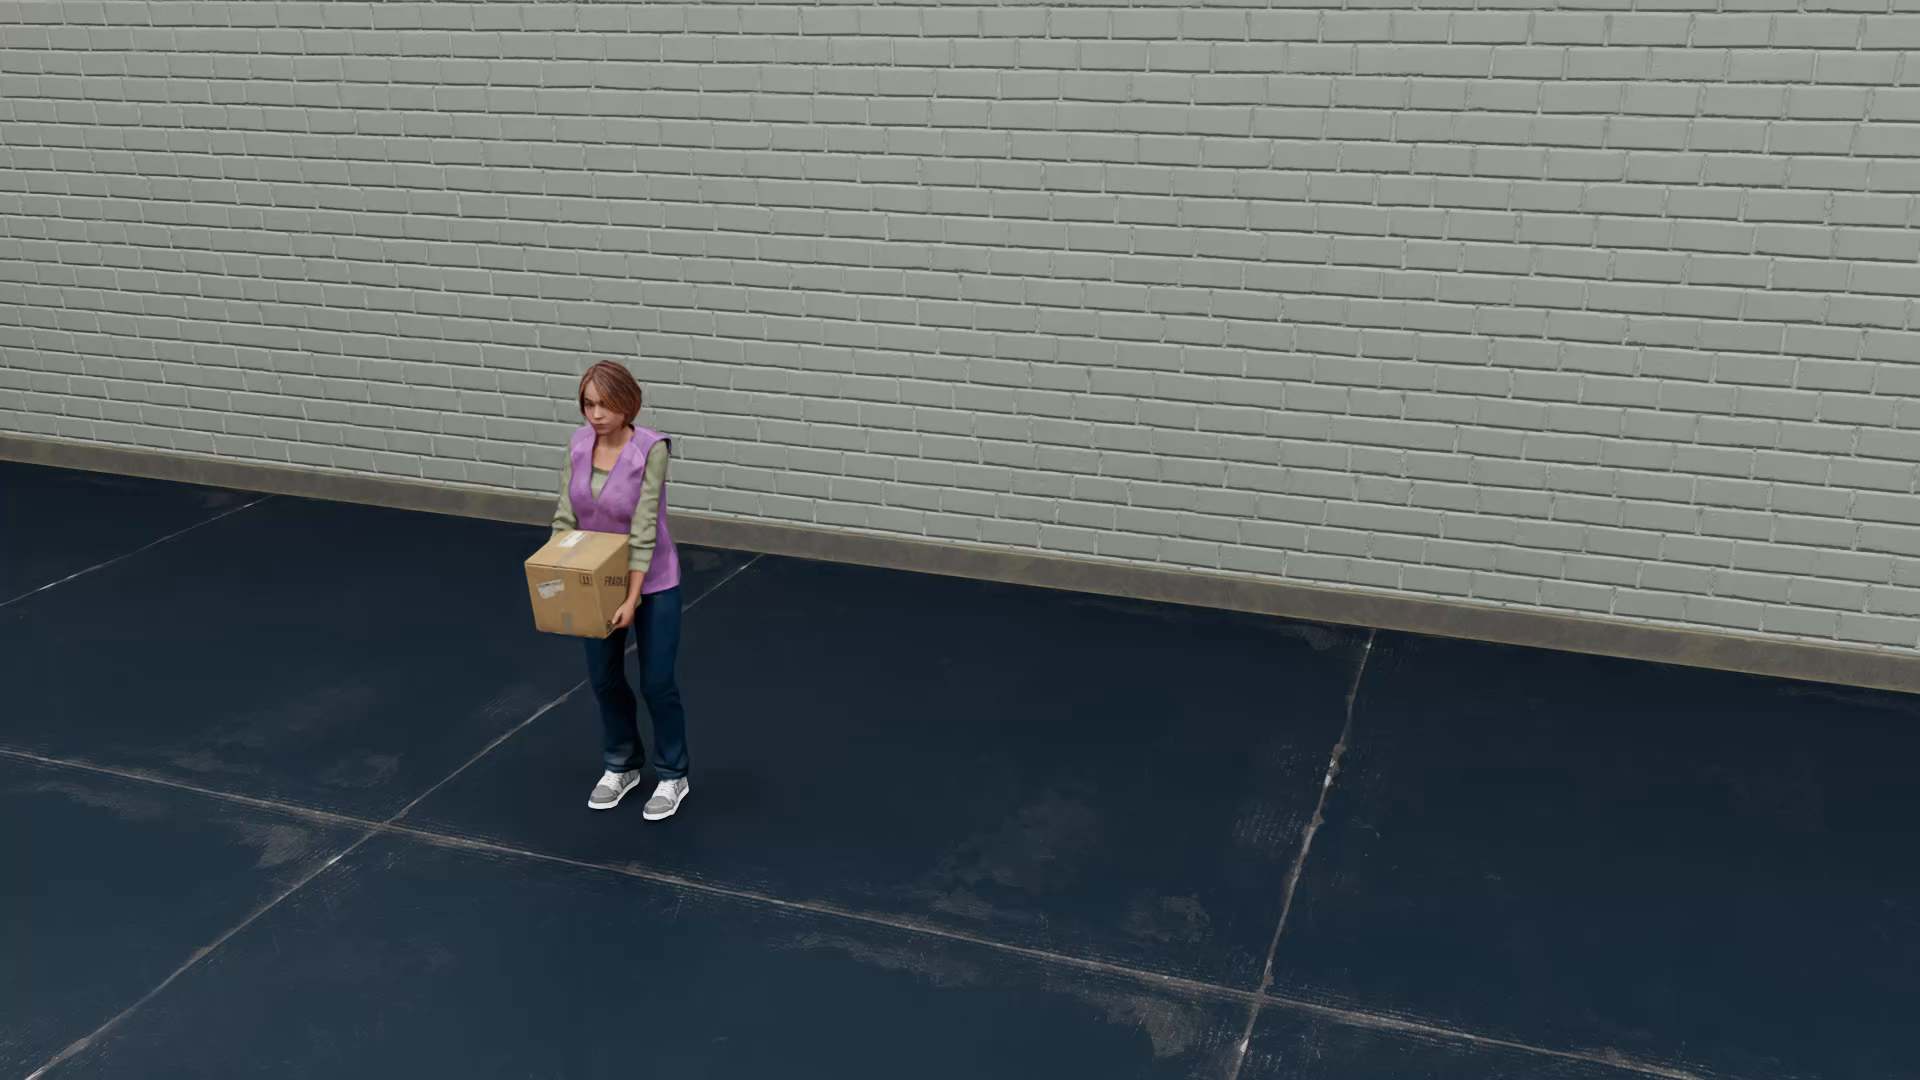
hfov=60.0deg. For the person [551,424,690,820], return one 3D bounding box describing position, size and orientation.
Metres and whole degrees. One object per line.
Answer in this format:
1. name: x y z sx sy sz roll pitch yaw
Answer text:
1. person: -6.213 -0.675 5.589 10.212 3.199 3.070 6 20 17
